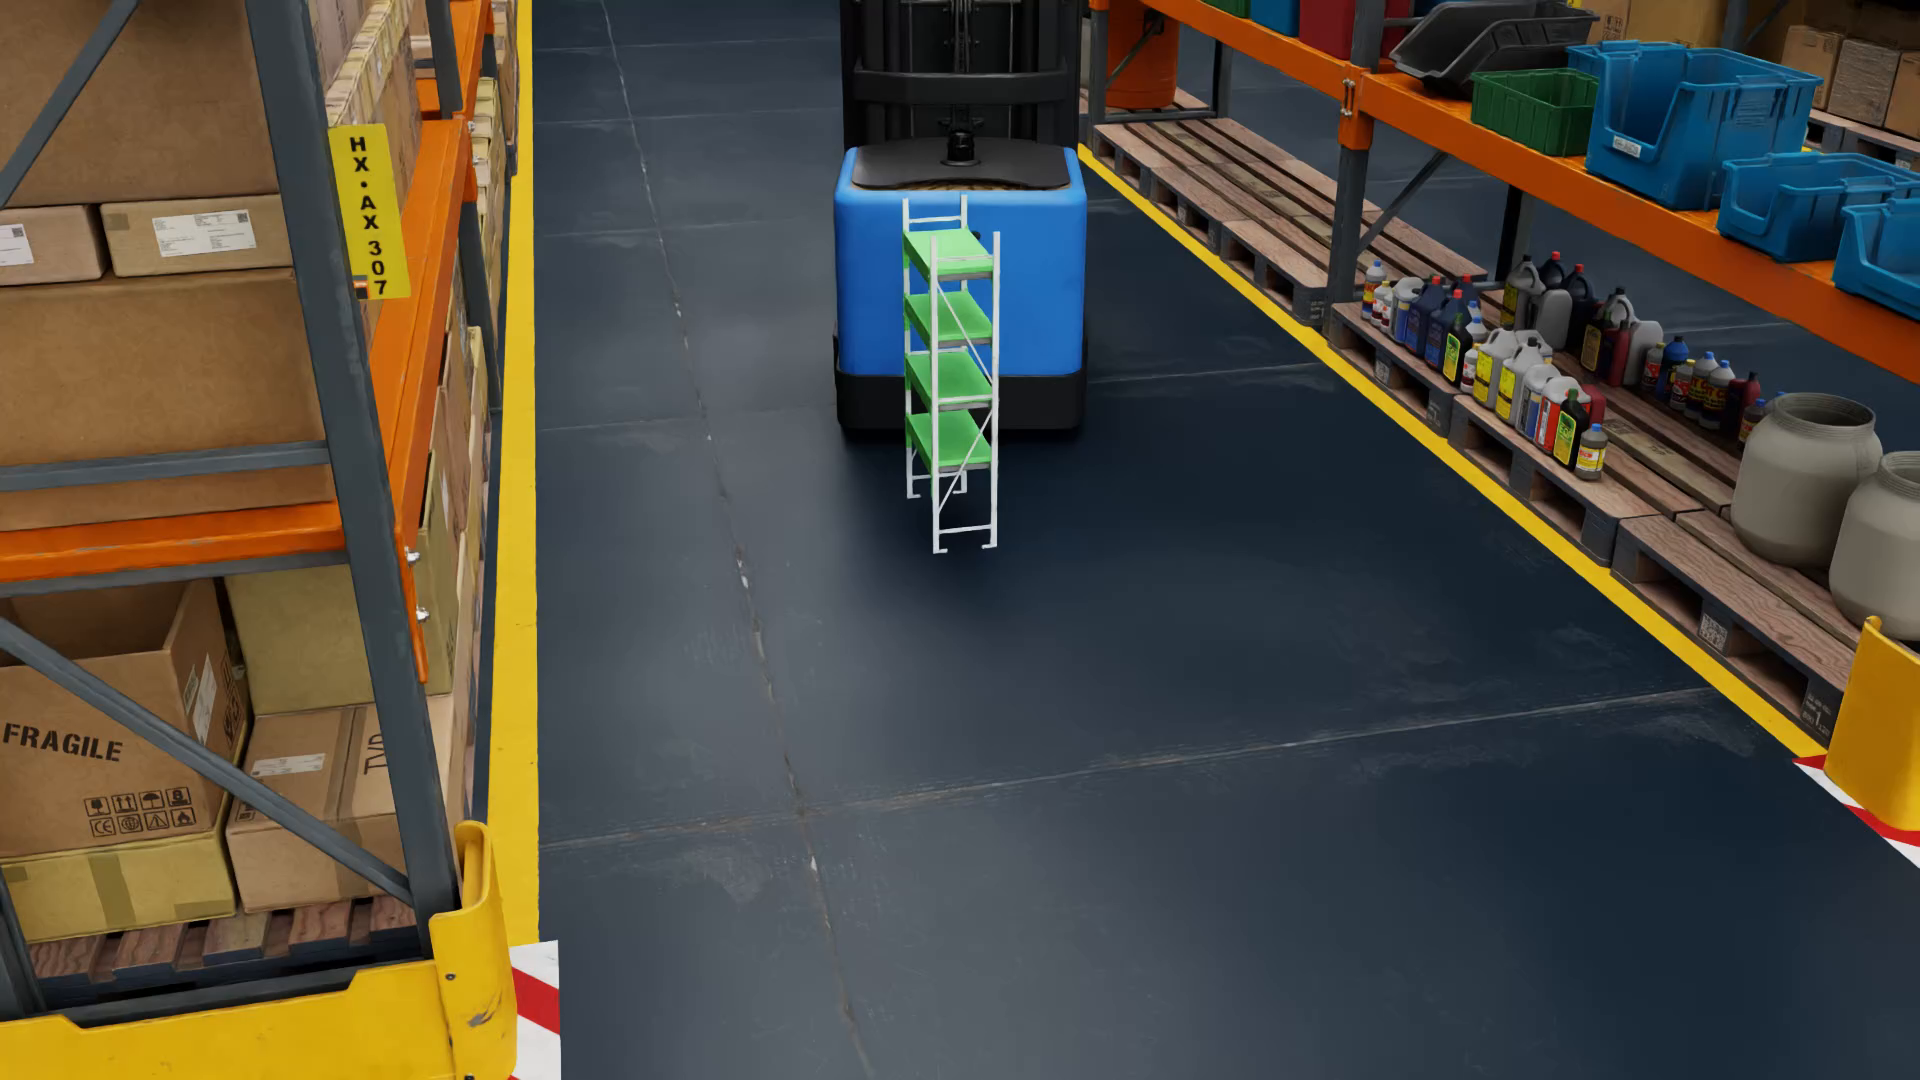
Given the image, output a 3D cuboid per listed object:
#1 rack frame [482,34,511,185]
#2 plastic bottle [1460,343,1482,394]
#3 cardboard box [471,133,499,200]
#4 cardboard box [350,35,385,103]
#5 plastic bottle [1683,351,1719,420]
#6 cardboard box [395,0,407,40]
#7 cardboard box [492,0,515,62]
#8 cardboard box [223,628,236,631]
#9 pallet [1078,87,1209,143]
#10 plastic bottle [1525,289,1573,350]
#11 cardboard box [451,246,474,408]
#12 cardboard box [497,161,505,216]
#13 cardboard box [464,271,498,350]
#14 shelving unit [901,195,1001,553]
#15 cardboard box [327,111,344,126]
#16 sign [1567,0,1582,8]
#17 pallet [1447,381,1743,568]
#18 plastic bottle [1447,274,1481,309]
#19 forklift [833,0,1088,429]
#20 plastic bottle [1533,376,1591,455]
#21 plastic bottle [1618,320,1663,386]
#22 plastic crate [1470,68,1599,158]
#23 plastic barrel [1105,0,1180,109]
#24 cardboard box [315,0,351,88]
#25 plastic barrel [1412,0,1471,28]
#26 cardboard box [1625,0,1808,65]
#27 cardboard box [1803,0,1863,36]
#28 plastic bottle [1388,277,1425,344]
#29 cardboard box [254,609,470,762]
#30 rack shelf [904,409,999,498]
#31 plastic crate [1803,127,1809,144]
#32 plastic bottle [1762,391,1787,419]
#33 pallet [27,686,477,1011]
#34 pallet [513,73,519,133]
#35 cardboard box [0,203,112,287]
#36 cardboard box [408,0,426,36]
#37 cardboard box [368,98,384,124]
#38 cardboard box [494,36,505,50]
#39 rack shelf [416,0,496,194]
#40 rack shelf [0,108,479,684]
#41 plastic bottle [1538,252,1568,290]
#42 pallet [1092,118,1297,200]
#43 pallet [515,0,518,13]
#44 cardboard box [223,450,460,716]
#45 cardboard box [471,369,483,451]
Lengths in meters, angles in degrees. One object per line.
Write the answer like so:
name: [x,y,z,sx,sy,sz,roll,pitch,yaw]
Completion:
rack frame: [-3.430,-3.637,10.127,1.000,3.000,0.127,-6,27,-12]
plastic bottle: [2.159,-0.724,6.972,0.097,0.201,0.097,0,27,0]
cardboard box: [-2.727,-1.973,8.793,0.500,0.311,0.500,-5,27,-10]
cardboard box: [-1.852,-1.328,4.722,0.380,0.149,0.250,-6,27,-11]
plastic bottle: [2.994,-0.627,6.703,0.097,0.271,0.097,0,27,0]
cardboard box: [-2.084,-1.779,5.615,0.380,0.149,0.250,-6,27,-12]
cardboard box: [-3.838,-4.068,13.267,0.500,0.500,0.500,-6,27,-11]
cardboard box: [-2.275,0.272,4.968,0.500,0.250,0.500,-6,27,-12]
pallet: [1.178,-3.236,12.426,1.003,0.211,1.213,-6,27,-12]
plastic bottle: [2.628,-0.999,7.435,0.152,0.276,0.135,-6,27,-12]
cardboard box: [-2.110,-0.774,6.208,0.500,0.500,0.500,-6,27,-12]
cardboard box: [-2.844,-1.944,9.358,0.500,0.250,0.500,-5,27,-10]
cardboard box: [-2.379,-1.043,7.574,0.500,0.250,0.500,-7,28,-13]
shelving unit: [-0.037,-0.608,6.124,0.258,1.200,0.503,-6,27,-12]
cardboard box: [-1.623,-0.879,3.831,0.380,0.149,0.250,-6,27,-11]
sign: [2.836,-2.557,7.680,0.100,0.325,0.005,-6,27,-12]
pallet: [2.687,-0.302,6.614,1.003,0.211,1.213,-6,27,-12]
plastic bottle: [2.216,-1.015,7.383,0.144,0.351,0.185,-6,27,-12]
forklift: [0.005,-2.394,7.740,1.130,2.935,3.031,0,27,0]
plastic bottle: [2.328,-0.482,6.411,0.152,0.276,0.135,-6,27,-11]
plastic bottle: [2.872,-0.812,7.064,0.152,0.276,0.135,-5,27,-11]
plastic crate: [2.329,-1.663,6.452,0.450,0.188,0.662,-6,27,-12]
plastic barrel: [1.269,-3.570,11.937,0.600,0.830,0.708,-6,27,-12]
cardboard box: [-1.970,-1.430,4.204,0.700,0.500,0.500,-6,27,-11]
plastic barrel: [2.506,-2.807,7.926,0.600,0.901,0.708,-6,27,-12]
cardboard box: [6.087,-4.186,13.106,1.225,0.875,0.875,-7,28,-14]
cardboard box: [6.402,-3.766,11.836,0.500,0.250,0.500,-5,27,-9]
plastic bottle: [2.042,-1.040,7.515,0.152,0.276,0.135,-5,27,-10]
cardboard box: [-1.648,0.438,4.639,0.500,0.250,0.500,-6,27,-12]
rack shelf: [-0.037,-0.337,6.261,0.258,0.148,0.480,-6,27,-12]
plastic crate: [2.910,-1.578,6.340,0.530,0.136,0.437,-6,27,-12]
plastic bottle: [3.094,-0.433,6.318,0.097,0.271,0.097,0,27,0]
pallet: [-1.841,0.788,4.454,1.003,0.211,1.213,-6,27,-12]
pallet: [-3.833,-3.258,12.472,1.003,0.211,1.213,-6,27,-12]
cardboard box: [-1.899,-0.608,3.295,0.380,0.149,0.250,-6,27,-12]
cardboard box: [-2.805,-2.496,7.755,0.500,0.500,0.500,-4,27,-8]
cardboard box: [-2.072,-1.055,4.901,0.700,0.500,0.500,-5,27,-10]
cardboard box: [-3.378,-3.176,11.499,0.500,0.500,0.500,-7,28,-13]
rack shelf: [-2.980,-2.438,8.550,1.077,0.370,4.000,-6,27,-12]
rack shelf: [-2.078,-0.682,5.071,1.077,0.370,4.000,-6,27,-12]
plastic bottle: [2.724,-1.143,7.637,0.144,0.351,0.185,-7,28,-13]
pallet: [1.533,-2.550,11.067,1.003,0.211,1.213,-6,27,-12]
pallet: [-5.036,-5.521,16.955,1.003,0.211,1.213,-6,27,-12]
cardboard box: [-1.646,0.103,4.471,0.500,0.500,0.500,-6,27,-12]
cardboard box: [-2.109,-0.439,6.377,0.500,0.250,0.500,-6,27,-12]
